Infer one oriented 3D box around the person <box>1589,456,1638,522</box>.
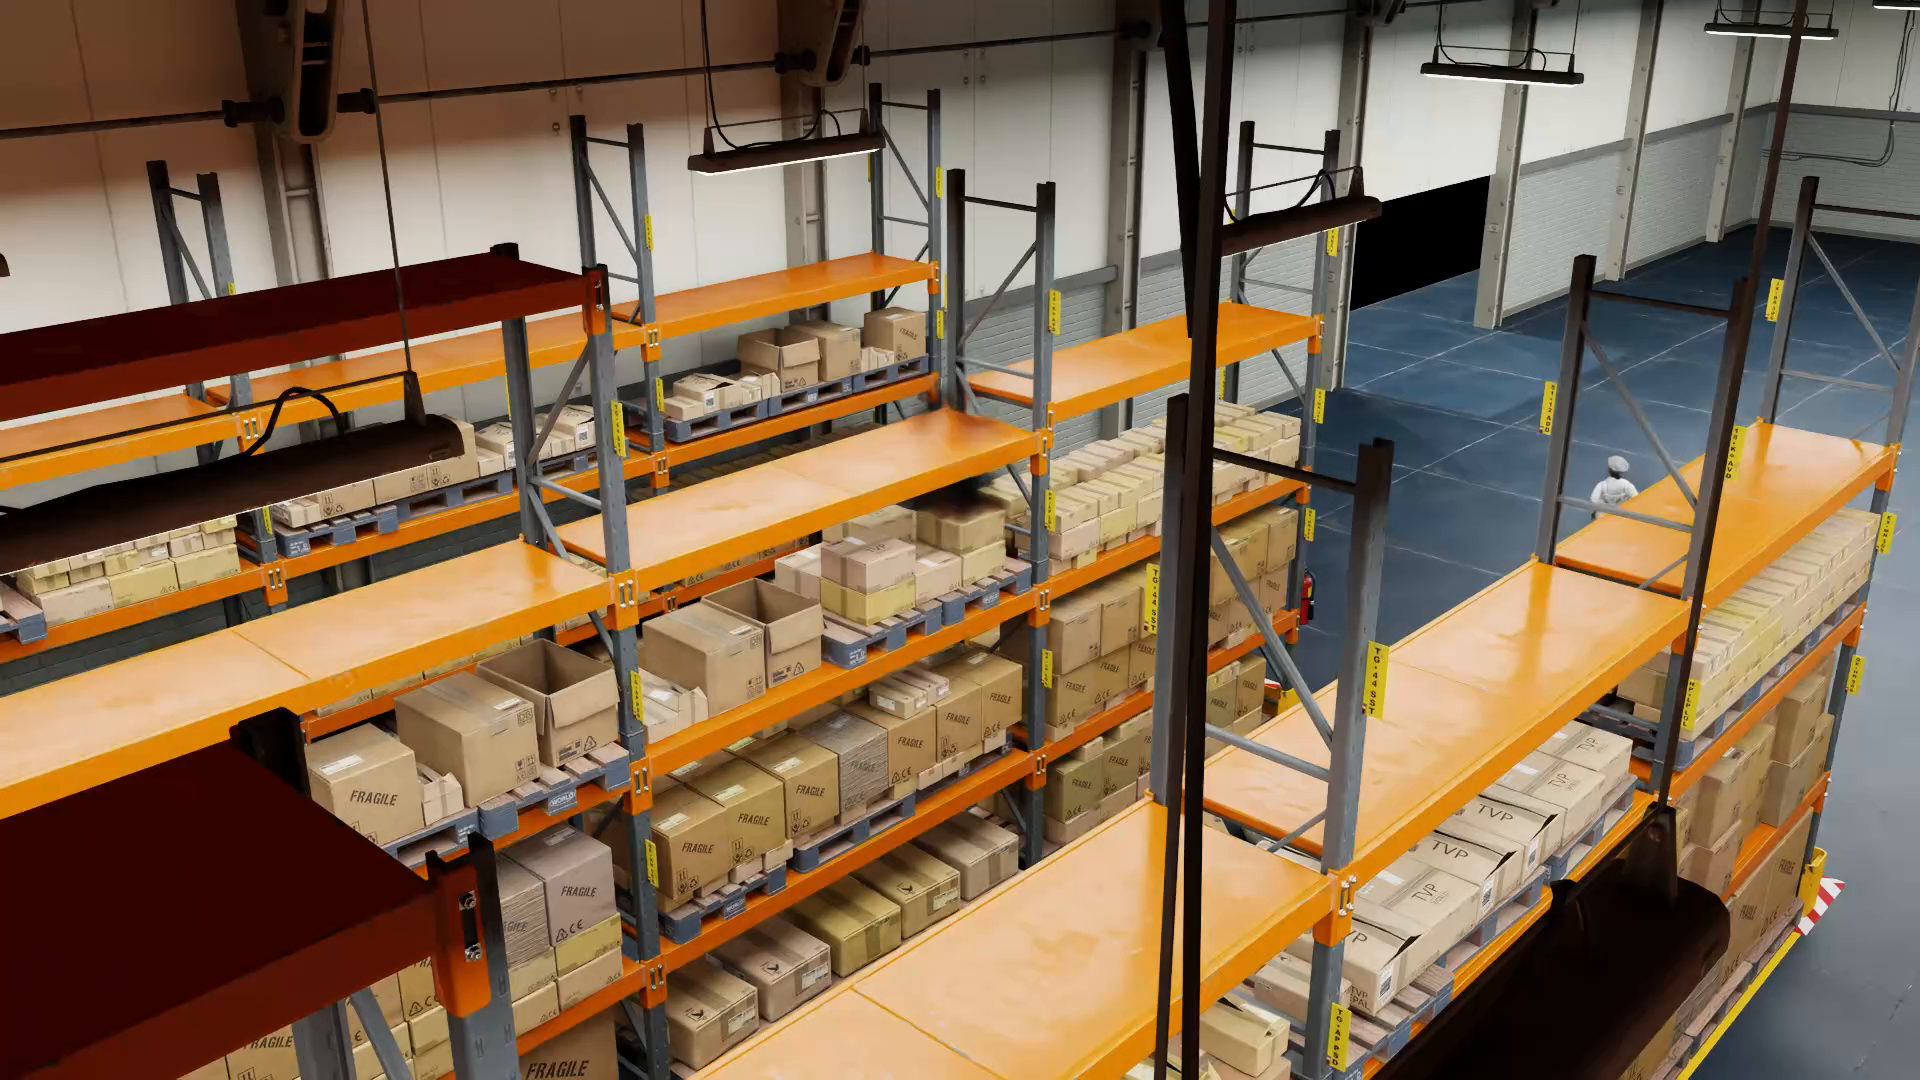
[{"bbox_3d":[7.931,-0.250,20.391,0.608,1.650,0.540,-2,21,-5],"label":"person"}]
